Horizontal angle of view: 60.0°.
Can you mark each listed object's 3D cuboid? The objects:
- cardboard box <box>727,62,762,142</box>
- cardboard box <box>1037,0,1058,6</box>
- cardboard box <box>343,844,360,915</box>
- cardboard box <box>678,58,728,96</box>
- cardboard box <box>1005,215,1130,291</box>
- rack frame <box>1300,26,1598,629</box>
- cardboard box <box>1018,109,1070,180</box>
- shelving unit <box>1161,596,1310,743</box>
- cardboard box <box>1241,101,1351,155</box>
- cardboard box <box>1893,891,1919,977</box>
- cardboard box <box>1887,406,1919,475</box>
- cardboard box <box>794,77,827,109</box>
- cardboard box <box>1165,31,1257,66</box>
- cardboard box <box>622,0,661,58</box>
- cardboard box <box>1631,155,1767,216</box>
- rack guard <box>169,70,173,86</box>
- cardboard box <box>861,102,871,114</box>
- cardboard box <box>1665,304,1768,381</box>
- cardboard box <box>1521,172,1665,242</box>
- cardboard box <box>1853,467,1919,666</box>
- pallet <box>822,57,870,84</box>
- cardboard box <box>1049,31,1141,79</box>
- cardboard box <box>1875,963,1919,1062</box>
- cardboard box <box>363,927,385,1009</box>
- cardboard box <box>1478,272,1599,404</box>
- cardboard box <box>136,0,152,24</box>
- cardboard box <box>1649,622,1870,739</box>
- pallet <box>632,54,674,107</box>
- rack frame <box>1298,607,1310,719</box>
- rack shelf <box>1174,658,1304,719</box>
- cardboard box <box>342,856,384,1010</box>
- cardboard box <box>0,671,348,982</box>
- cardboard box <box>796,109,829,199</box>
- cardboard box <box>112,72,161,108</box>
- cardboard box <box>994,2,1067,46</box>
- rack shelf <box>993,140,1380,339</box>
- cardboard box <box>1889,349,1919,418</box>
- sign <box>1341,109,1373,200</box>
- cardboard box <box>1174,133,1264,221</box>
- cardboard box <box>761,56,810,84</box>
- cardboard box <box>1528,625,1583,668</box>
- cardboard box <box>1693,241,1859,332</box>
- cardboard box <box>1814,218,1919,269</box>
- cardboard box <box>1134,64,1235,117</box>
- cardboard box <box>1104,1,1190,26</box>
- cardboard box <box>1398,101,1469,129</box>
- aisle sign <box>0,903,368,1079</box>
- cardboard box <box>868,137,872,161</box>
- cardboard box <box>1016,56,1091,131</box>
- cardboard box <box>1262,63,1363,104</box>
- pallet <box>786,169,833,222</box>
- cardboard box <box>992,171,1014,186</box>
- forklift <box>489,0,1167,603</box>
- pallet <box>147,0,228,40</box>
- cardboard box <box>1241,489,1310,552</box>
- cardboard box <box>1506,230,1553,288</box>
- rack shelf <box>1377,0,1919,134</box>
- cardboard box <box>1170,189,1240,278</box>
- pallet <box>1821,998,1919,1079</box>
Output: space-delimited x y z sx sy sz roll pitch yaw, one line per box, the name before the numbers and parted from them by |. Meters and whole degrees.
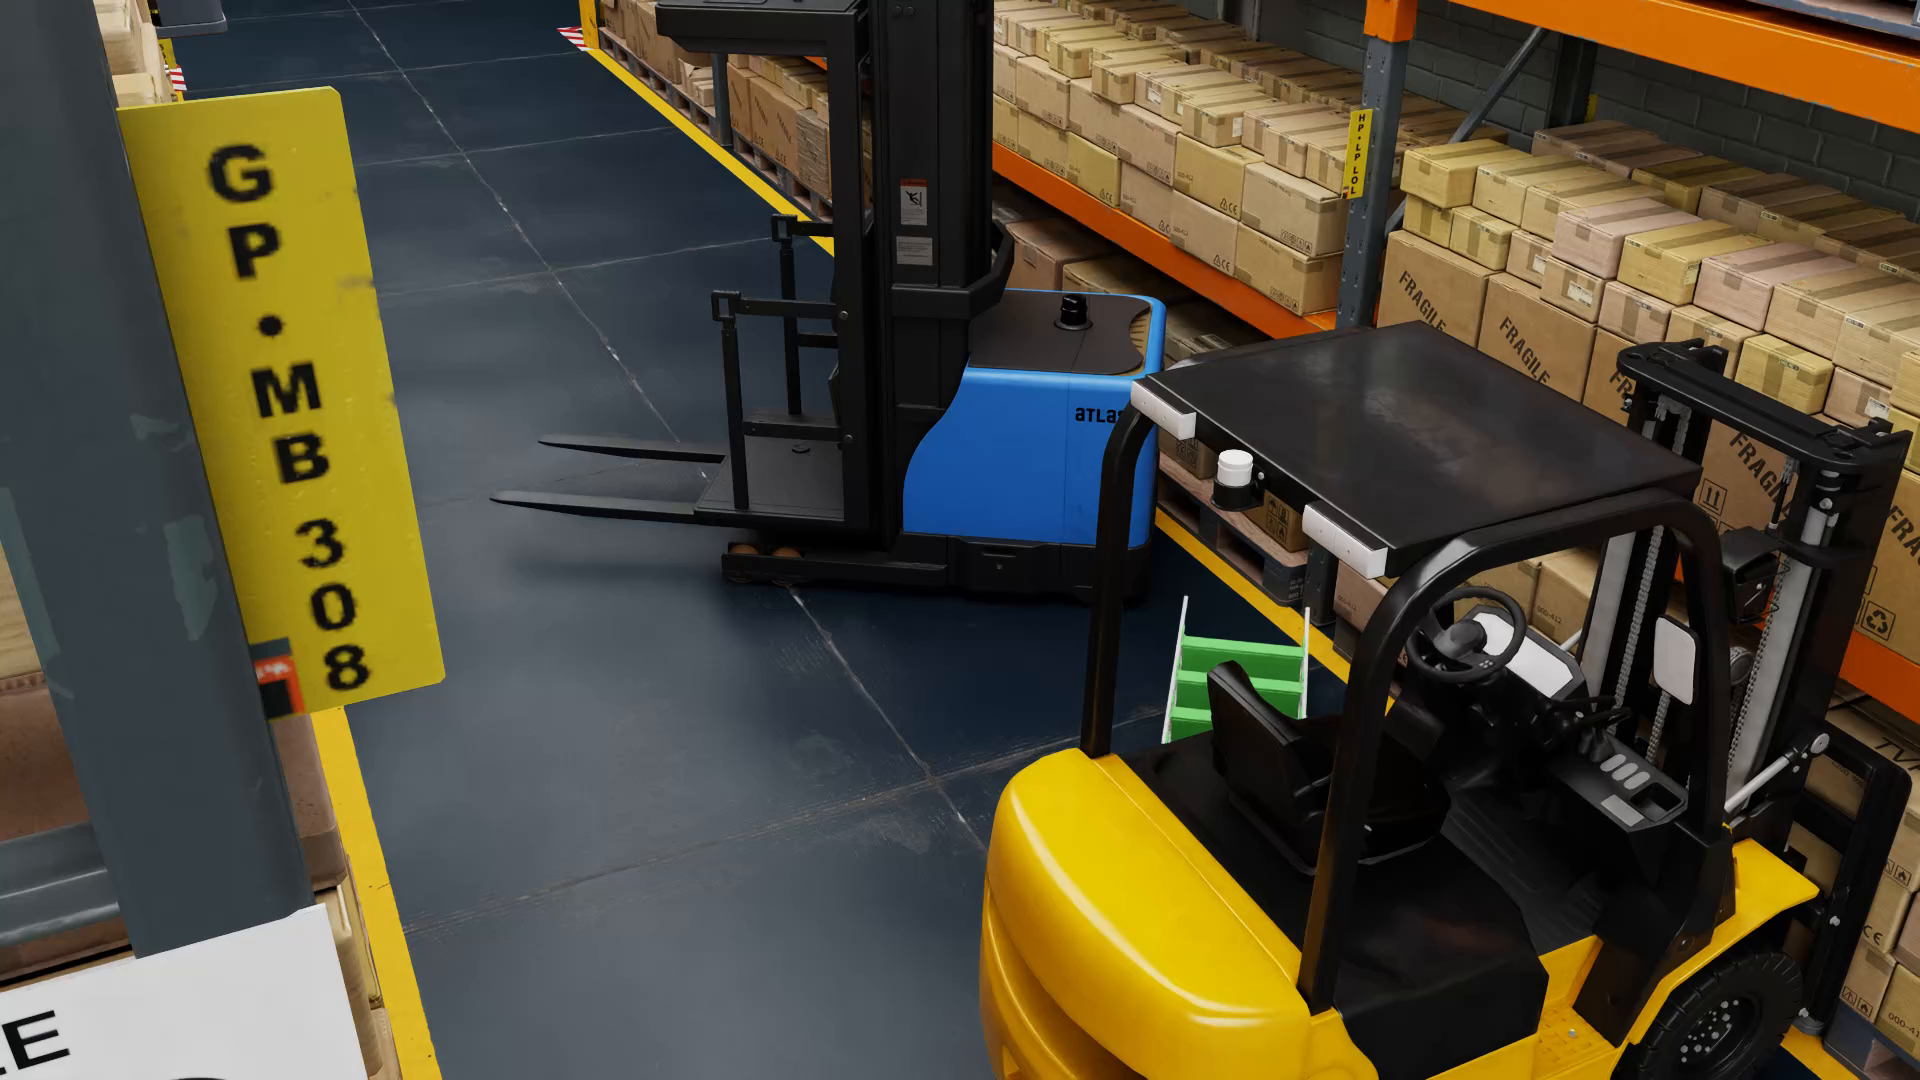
cardboard box | -1.485 -3.428 12.922 0.500 0.500 0.500 -12 31 -20
cardboard box | 0.550 -3.054 9.365 0.380 0.149 0.250 -12 31 -20
cardboard box | -2.040 1.203 4.920 0.500 0.250 0.500 -12 31 -20
cardboard box | -2.147 -3.929 14.055 0.396 0.266 0.258 -12 31 -20
cardboard box | 0.771 -1.411 9.198 0.875 0.625 0.625 -12 31 -20
rack frame | 1.945 -1.062 6.577 1.000 3.000 0.127 -13 32 -22
cardboard box | 0.637 -2.067 8.522 0.500 0.250 0.500 -14 32 -24
shelving unit | 1.047 0.651 6.302 0.503 0.258 1.200 5 31 10
cardboard box | 1.413 -1.722 6.989 0.380 0.149 0.250 -13 32 -22
cardboard box | 2.965 1.130 4.539 0.500 0.250 0.500 -13 32 -22
cardboard box | 2.688 -0.277 4.412 0.380 0.149 0.250 -13 32 -22
cardboard box | -0.959 -3.194 11.842 0.380 0.149 0.250 -12 31 -20
cardboard box | 1.227 -2.380 8.162 0.380 0.149 0.250 -12 31 -21
cardboard box | -2.698 -4.780 15.334 0.700 0.500 0.500 -12 31 -20
cardboard box | 2.551 -1.207 5.766 0.380 0.149 0.250 -13 32 -22
rack guard | -7.698 -4.239 14.799 1.175 0.500 0.348 -13 32 -22
cardboard box | -0.611 -2.846 11.221 0.380 0.149 0.250 -14 32 -23
cardboard box | 2.368 -0.621 5.025 0.380 0.149 0.250 -14 32 -24
cardboard box | 2.125 -1.108 5.589 0.380 0.149 0.250 -14 32 -23
cardboard box | 2.779 0.042 4.507 0.500 0.500 0.500 -14 32 -23
pallet | -0.127 -3.030 10.283 1.213 0.211 1.003 -13 32 -22
cardboard box | 0.662 -2.385 8.171 0.380 0.149 0.250 -12 32 -21
cardboard box | 2.970 1.358 4.643 0.500 0.250 0.500 -13 32 -22
cardboard box | -1.600 1.325 3.935 0.500 0.500 0.500 -11 31 -19
cardboard box | 2.138 -0.628 5.701 0.500 0.500 0.500 -13 32 -21
cardboard box | -1.886 -1.029 3.301 0.500 0.250 0.500 -14 32 -23
cardboard box | 2.522 0.476 5.193 0.500 0.250 0.500 -14 32 -23
pallet | -2.311 -4.223 15.065 1.003 0.211 1.213 -13 32 -22
rack frame | 1.287 0.673 6.259 0.015 0.240 1.200 5 31 10
rack shelf | 1.060 0.620 6.356 0.480 0.258 0.148 5 31 10
cardboard box | -1.217 0.855 2.752 0.500 0.500 0.500 -14 32 -23
cardboard box | -0.794 0.098 1.291 0.500 0.250 0.500 -14 32 -23
cardboard box | -0.820 -2.743 11.701 0.500 0.500 0.500 -14 32 -24
cardboard box | -1.002 -0.355 1.692 0.380 0.149 0.250 -13 32 -22
cardboard box | 0.348 -2.727 8.781 0.380 0.149 0.250 -12 32 -21
rack shelf | 1.086 -1.632 8.329 1.077 0.370 4.000 -13 32 -22
cardboard box | 2.680 -0.408 4.341 0.380 0.149 0.250 -12 32 -21
sign | 1.459 -1.414 6.102 0.100 0.325 0.005 -13 32 -22
cardboard box | 1.276 -1.604 7.185 0.500 0.250 0.500 -14 32 -23
cardboard box | -1.266 -3.540 12.460 0.380 0.149 0.250 -15 33 -25
cardboard box | 2.297 0.461 5.732 0.500 0.250 0.500 -13 32 -22
cardboard box | 2.439 -0.763 4.974 0.380 0.149 0.250 -13 32 -22
cardboard box | 2.876 -0.868 5.162 0.380 0.149 0.250 -13 32 -23
cardboard box | 1.023 -2.051 7.575 0.380 0.149 0.250 -13 32 -22
cardboard box | 0.988 -2.741 8.806 0.380 0.149 0.250 -14 32 -23
cardboard box | 1.920 -1.718 6.982 0.380 0.149 0.250 -14 32 -24
aisle sign | -0.513 0.577 0.996 0.394 0.787 0.004 -13 32 -22
cardboard box | -0.358 -2.484 10.576 0.380 0.149 0.250 -15 33 -25
cardboard box | 0.620 -2.278 8.388 0.500 0.250 0.500 -14 32 -23
cardboard box | 1.601 -2.053 7.578 0.380 0.149 0.250 -13 32 -22
pallet | -0.578 -2.489 11.972 1.003 0.211 1.213 -13 32 -22
cardboard box | 0.300 -2.167 10.674 0.500 0.500 0.500 -12 31 -20
forklift | -0.617 -1.324 7.115 3.031 2.935 1.130 4 30 7
pallet | -2.705 -1.540 4.554 1.213 0.211 1.003 -13 32 -22
cardboard box | 1.711 -0.438 7.462 0.875 0.625 0.625 -12 31 -20
cardboard box | 2.094 -0.969 5.646 0.380 0.149 0.250 -13 32 -22
rack shelf | 2.804 -1.173 4.444 1.077 0.370 4.000 -13 32 -22
cardboard box | 1.272 -1.385 7.307 0.500 0.250 0.500 -13 32 -22
pallet | 3.296 1.592 4.695 1.003 0.211 1.213 -13 32 -22
